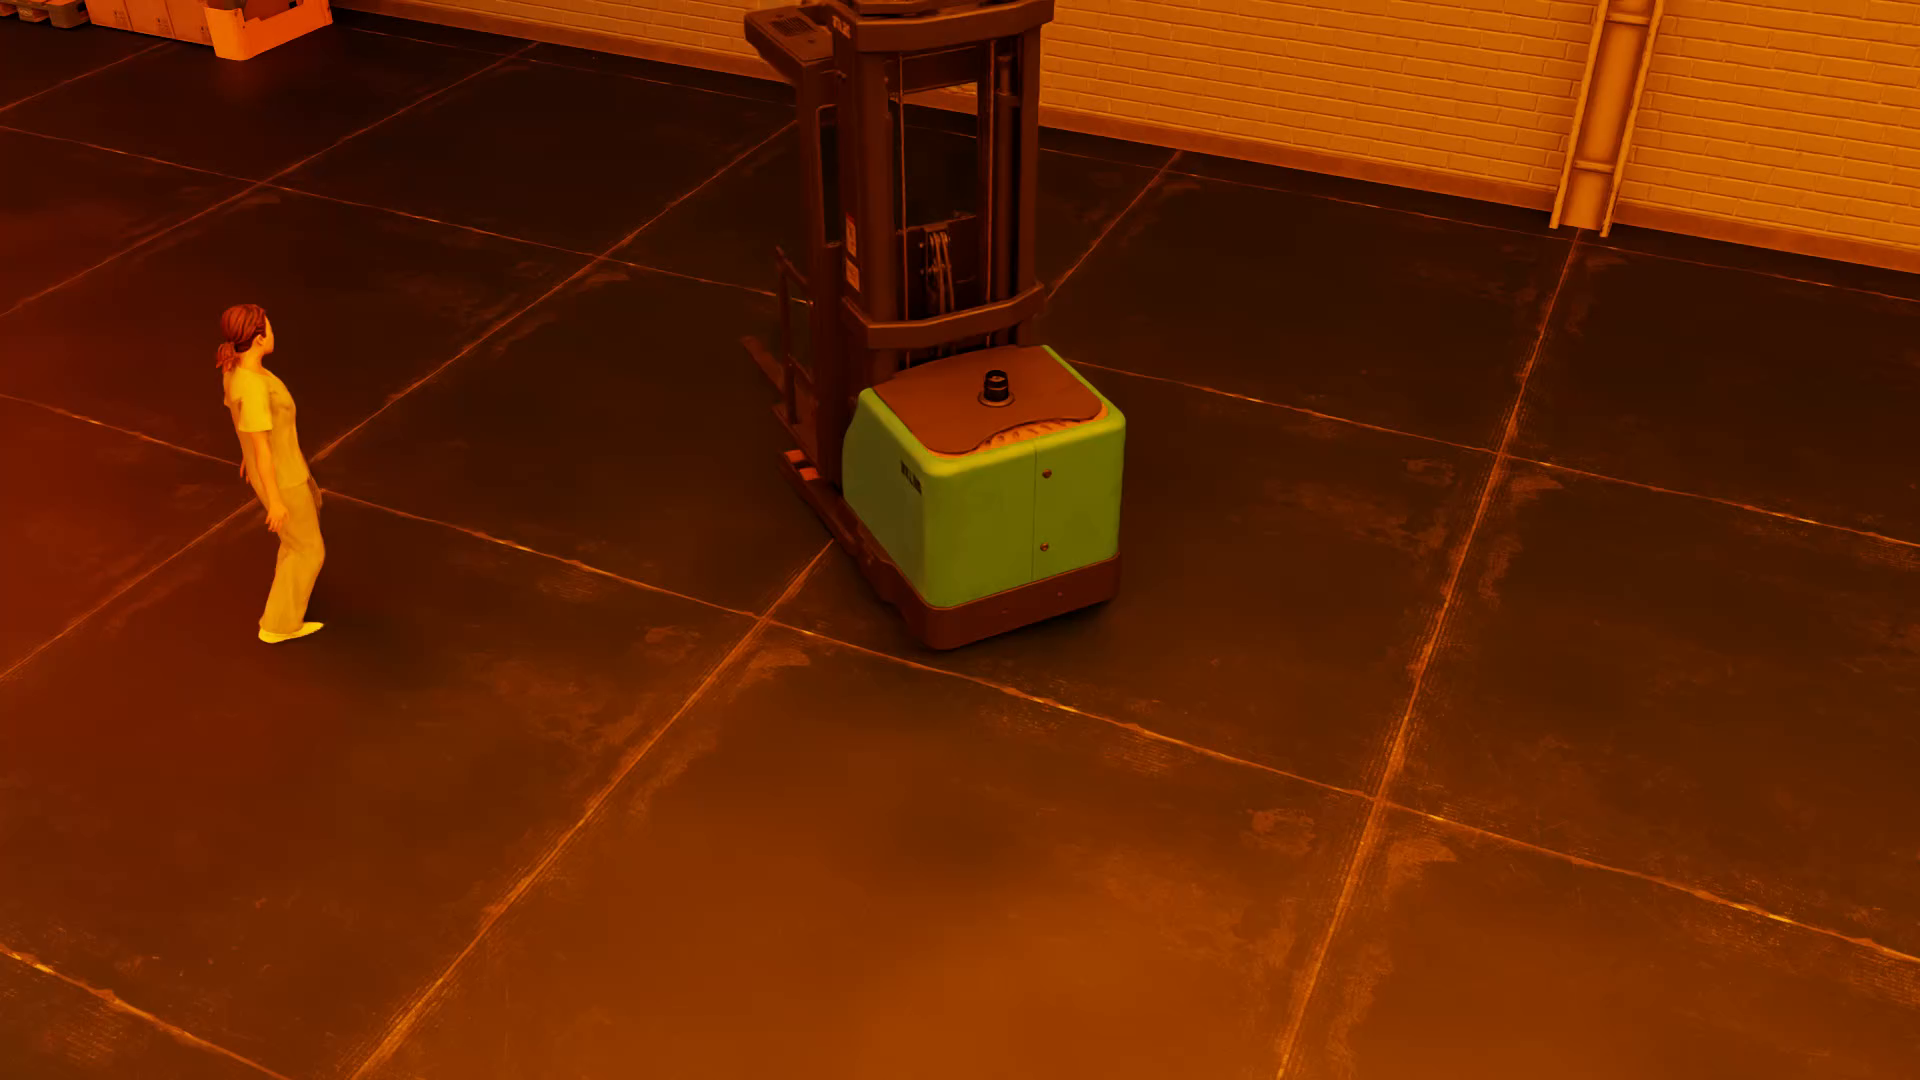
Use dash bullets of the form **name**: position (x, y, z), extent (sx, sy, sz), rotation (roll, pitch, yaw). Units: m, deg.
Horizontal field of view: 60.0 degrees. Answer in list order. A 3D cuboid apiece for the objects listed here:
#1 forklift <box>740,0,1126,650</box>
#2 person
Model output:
- **forklift**: position (-0.335, -1.522, 8.220), extent (1.130, 2.935, 3.031), rotation (-16, 39, -21)
- **person**: position (-3.197, -0.282, 7.659), extent (0.459, 1.651, 0.801), rotation (-17, 39, -23)
